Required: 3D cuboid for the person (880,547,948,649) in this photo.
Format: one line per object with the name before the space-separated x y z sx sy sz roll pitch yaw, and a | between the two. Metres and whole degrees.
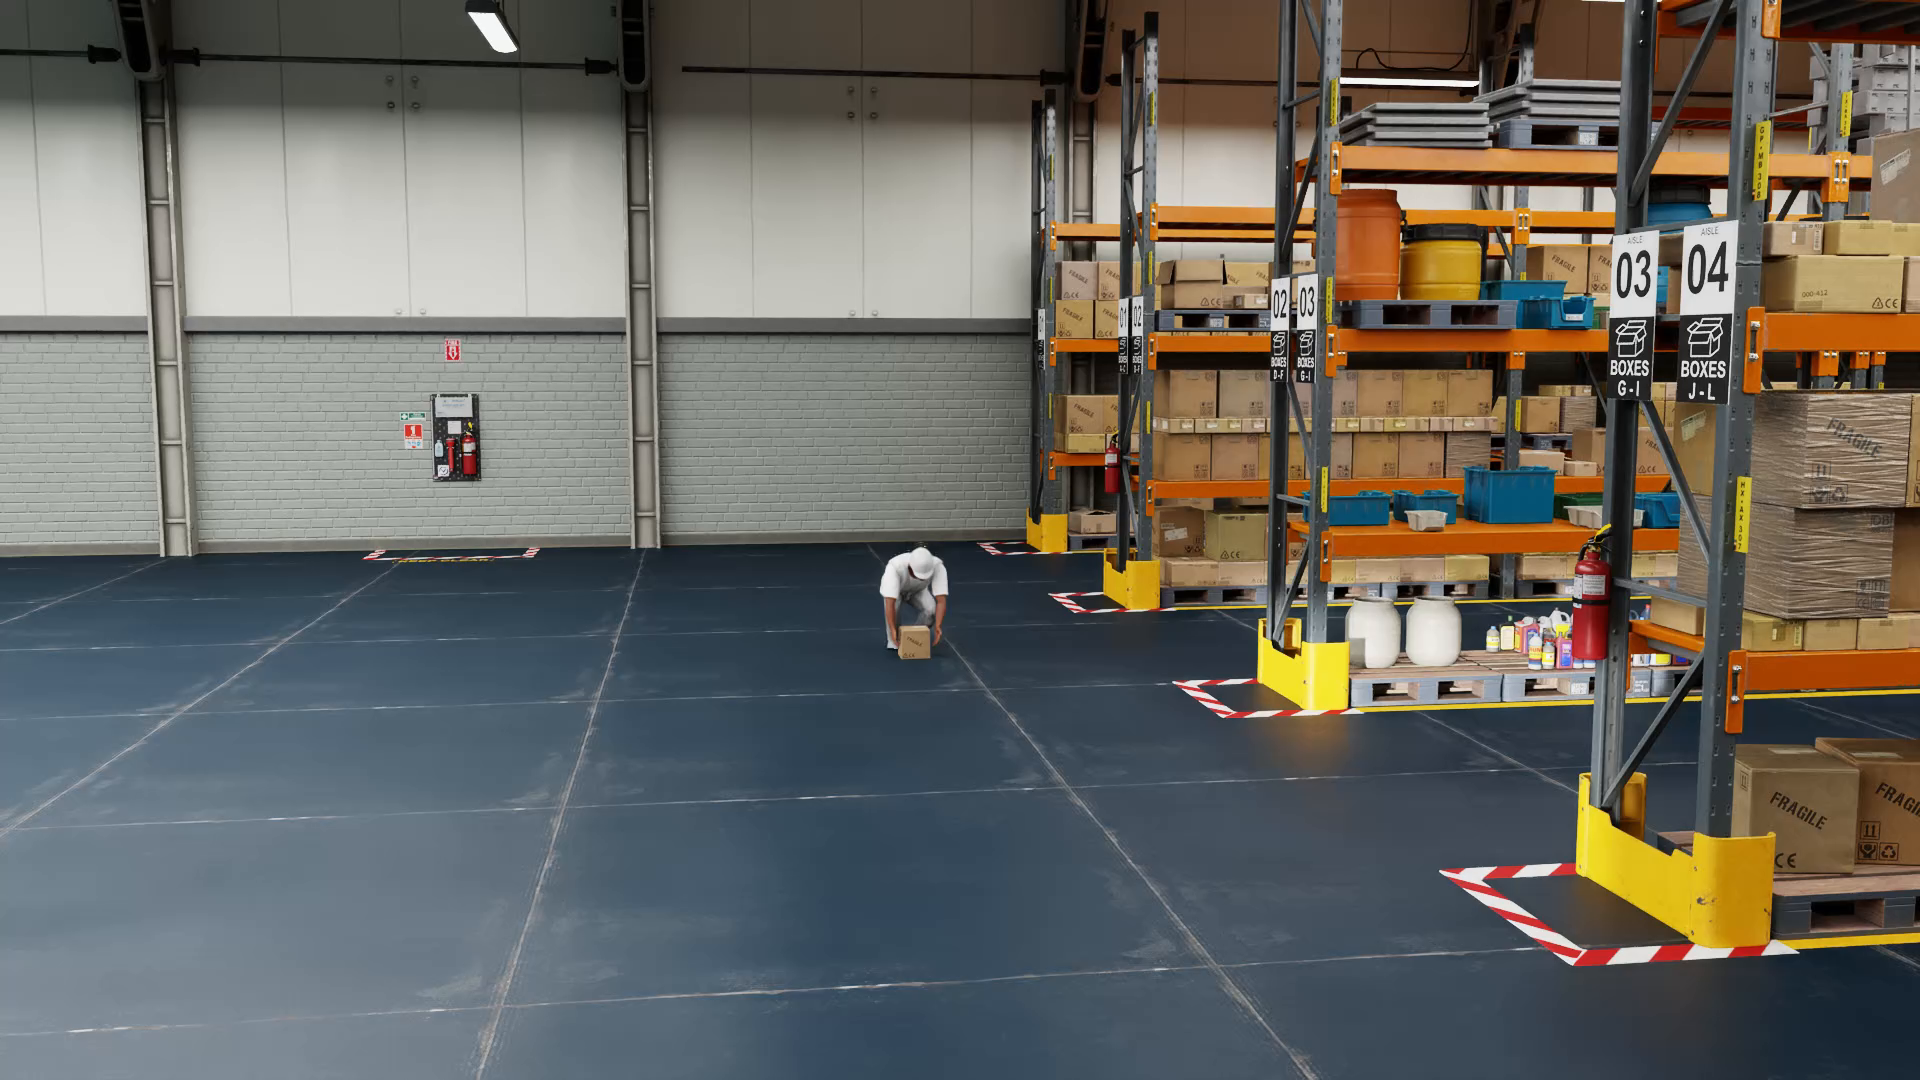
person | -0.413 0.503 14.786 0.576 0.957 0.898 -1 7 -9
